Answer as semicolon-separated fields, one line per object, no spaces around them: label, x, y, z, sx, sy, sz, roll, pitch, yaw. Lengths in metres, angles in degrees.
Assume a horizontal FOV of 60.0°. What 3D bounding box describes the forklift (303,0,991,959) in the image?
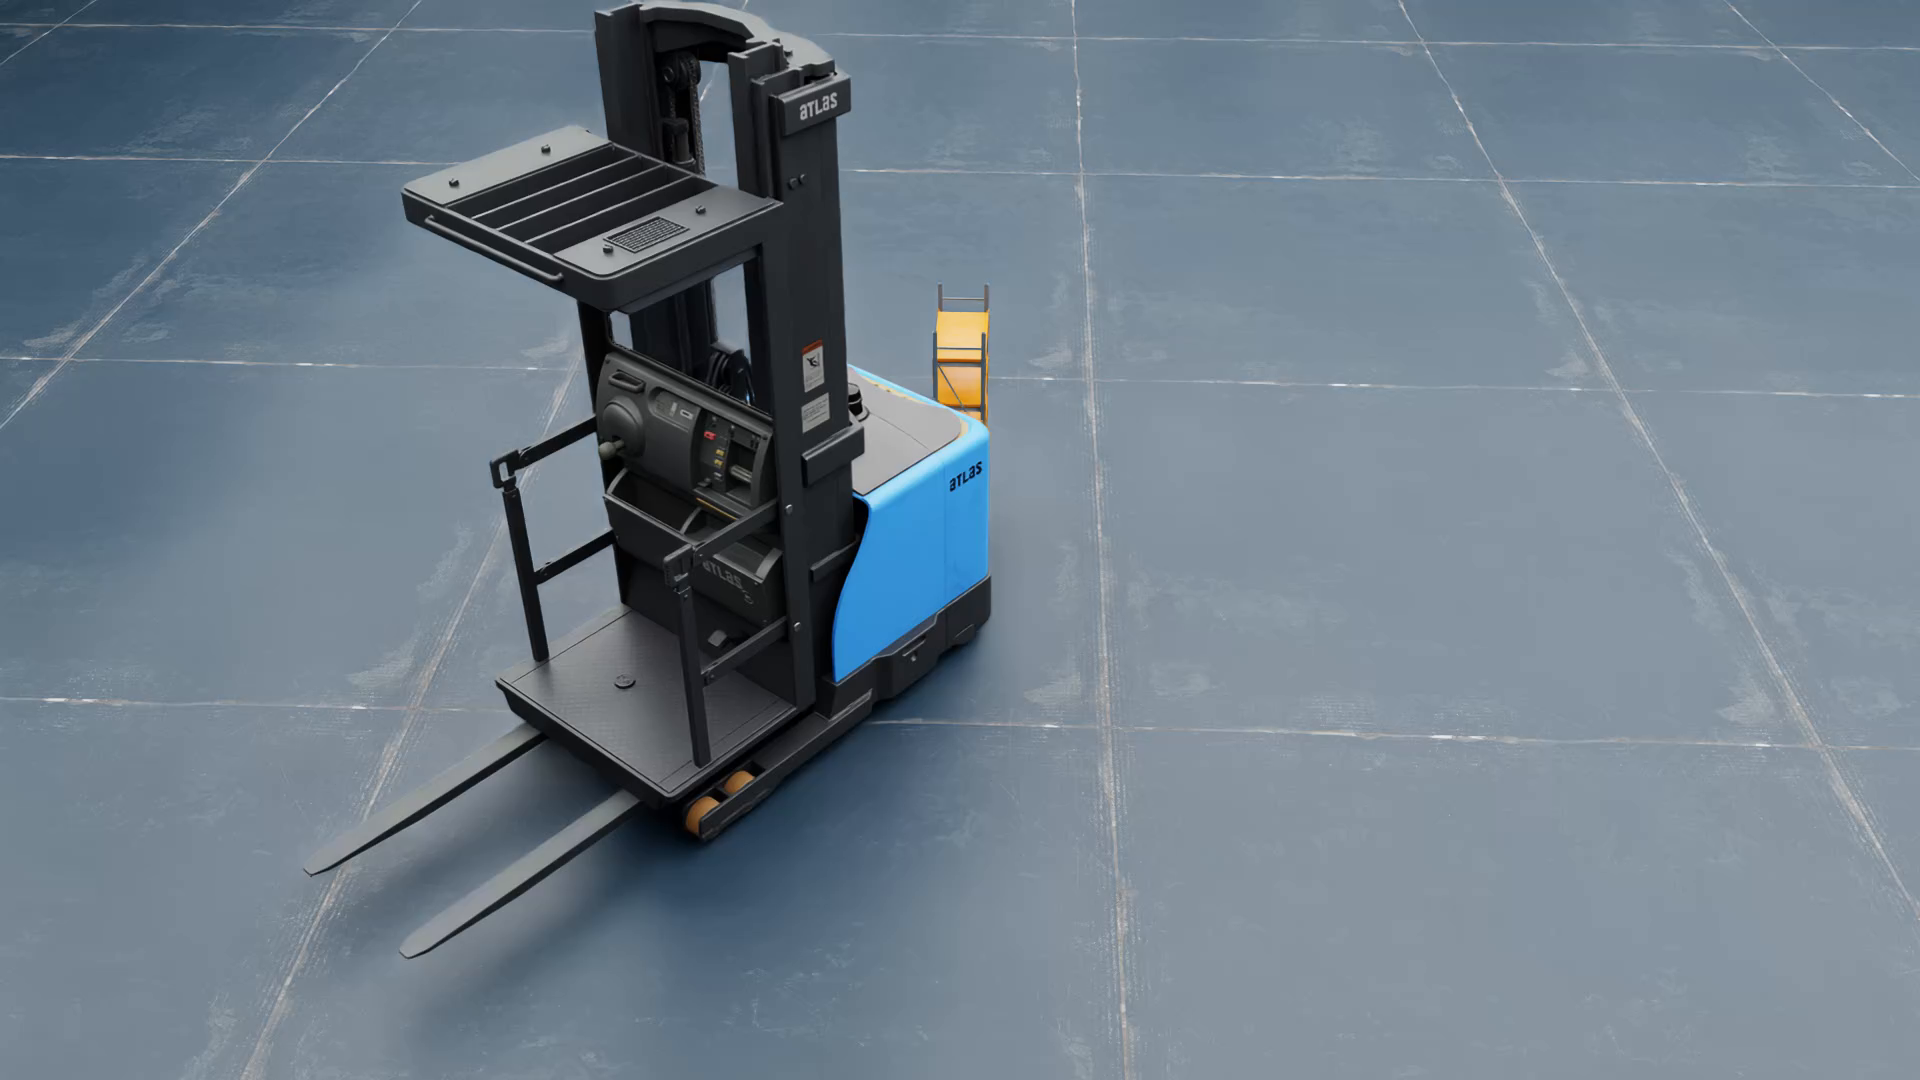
forklift;-1.196;-0.346;6.193;1.130;2.935;3.031;26;43;32

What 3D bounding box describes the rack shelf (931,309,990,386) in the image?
rack shelf;0.007;-0.908;7.814;0.258;0.148;0.480;1;35;2

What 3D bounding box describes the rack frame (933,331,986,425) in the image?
rack frame;-0.003;-0.446;7.841;0.240;1.200;0.015;1;35;2

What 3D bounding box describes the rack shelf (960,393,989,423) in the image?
rack shelf;0.007;-0.531;8.079;0.258;0.148;0.480;1;35;2

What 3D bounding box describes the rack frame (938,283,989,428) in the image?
rack frame;0.016;-0.726;8.240;0.240;1.200;0.015;1;35;2

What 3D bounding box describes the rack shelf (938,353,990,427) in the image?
rack shelf;0.007;-0.714;7.950;0.258;0.148;0.480;1;35;2

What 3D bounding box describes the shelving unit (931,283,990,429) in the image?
shelving unit;0.007;-0.586;8.040;0.258;1.200;0.503;1;35;2
